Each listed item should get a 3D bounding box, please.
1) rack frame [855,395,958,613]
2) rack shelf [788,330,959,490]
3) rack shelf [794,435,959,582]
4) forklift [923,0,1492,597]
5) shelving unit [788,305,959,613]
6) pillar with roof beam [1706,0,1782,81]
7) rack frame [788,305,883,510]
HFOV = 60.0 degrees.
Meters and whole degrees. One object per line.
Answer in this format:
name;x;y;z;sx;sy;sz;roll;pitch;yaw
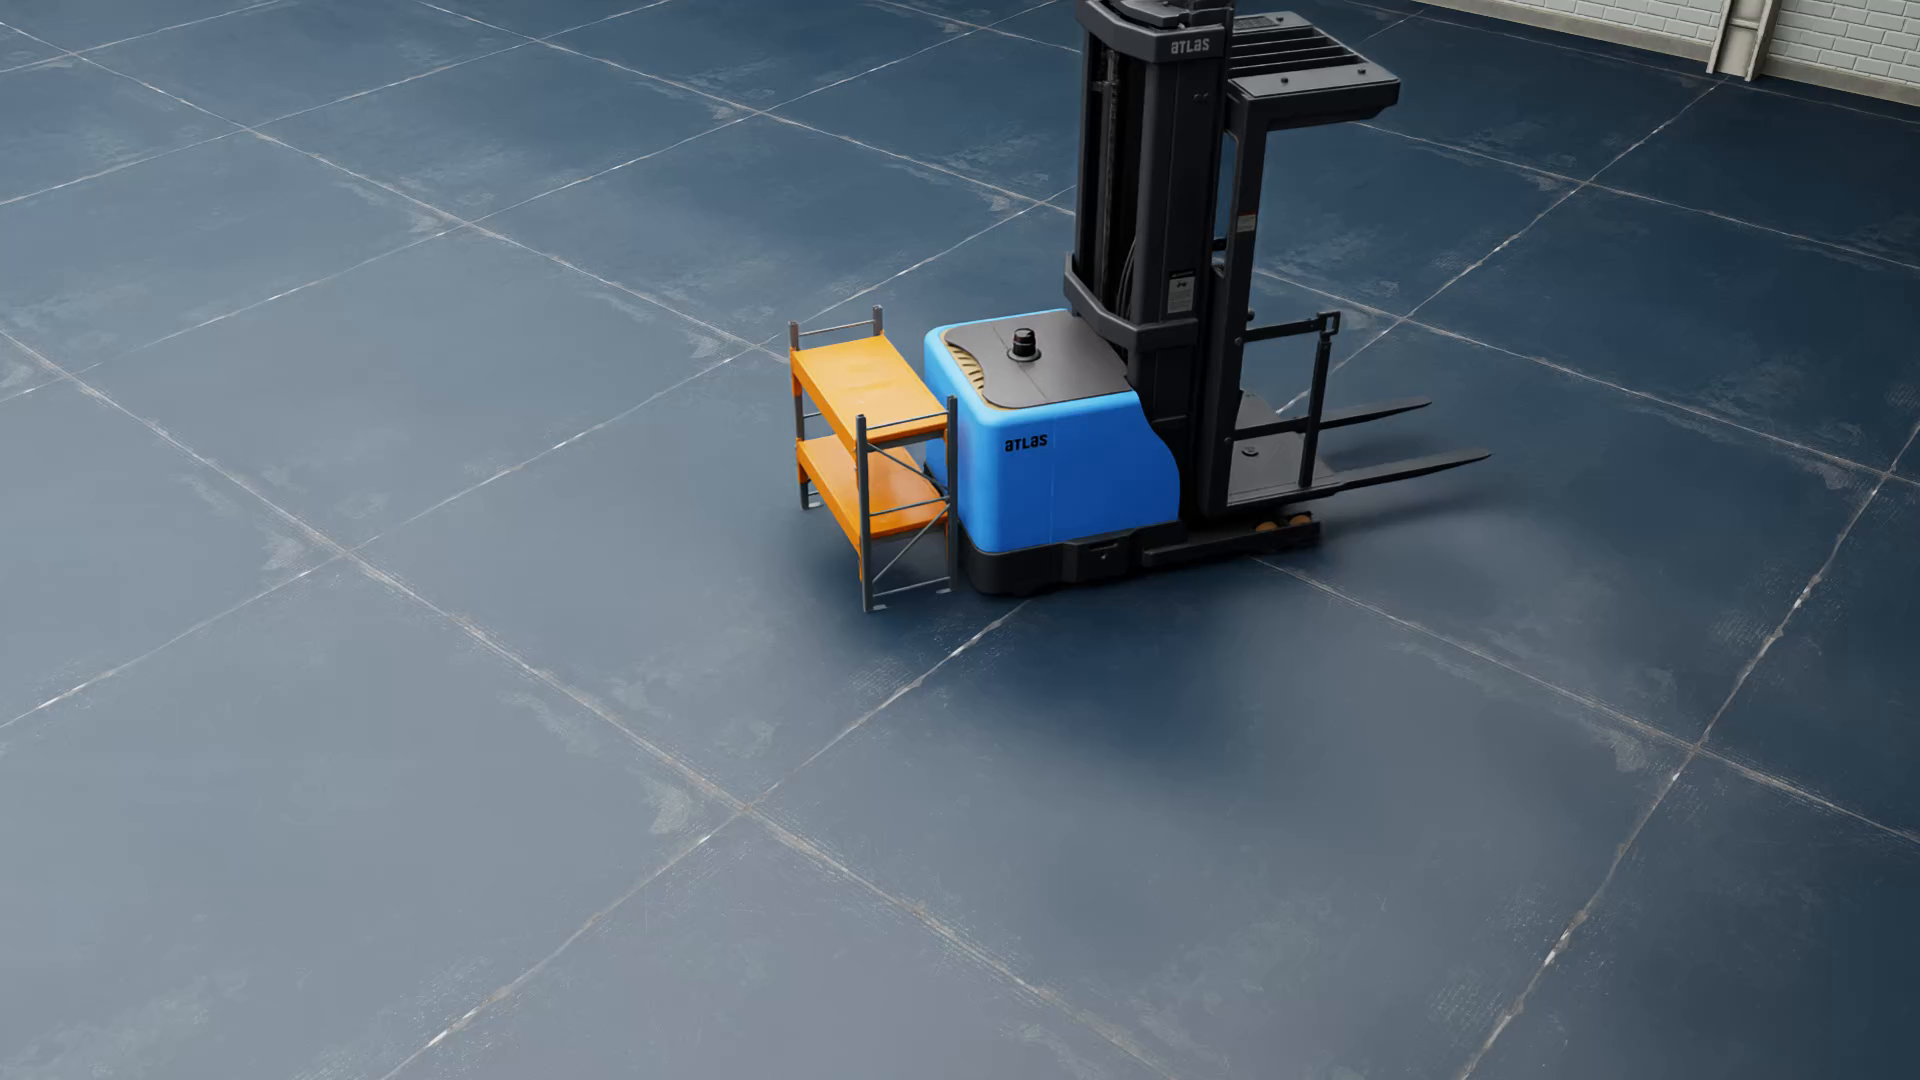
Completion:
rack frame;-0.247;-0.160;8.072;0.500;1.125;0.032;-13;37;-19
rack shelf;-0.443;-0.667;8.293;0.538;0.278;1.000;-13;37;-19
rack shelf;-0.443;-0.224;8.597;0.538;0.278;1.000;-13;37;-19
forklift;1.378;-1.410;8.296;3.031;2.935;1.130;-10;36;-15
shelving unit;-0.443;-0.426;8.459;0.538;1.125;1.048;-13;37;-19
pillar with roof beam;4.209;-6.044;9.684;0.400;9.000;9.100;25;42;32
rack frame;-0.639;-0.692;8.845;0.500;1.125;0.032;-13;37;-19
